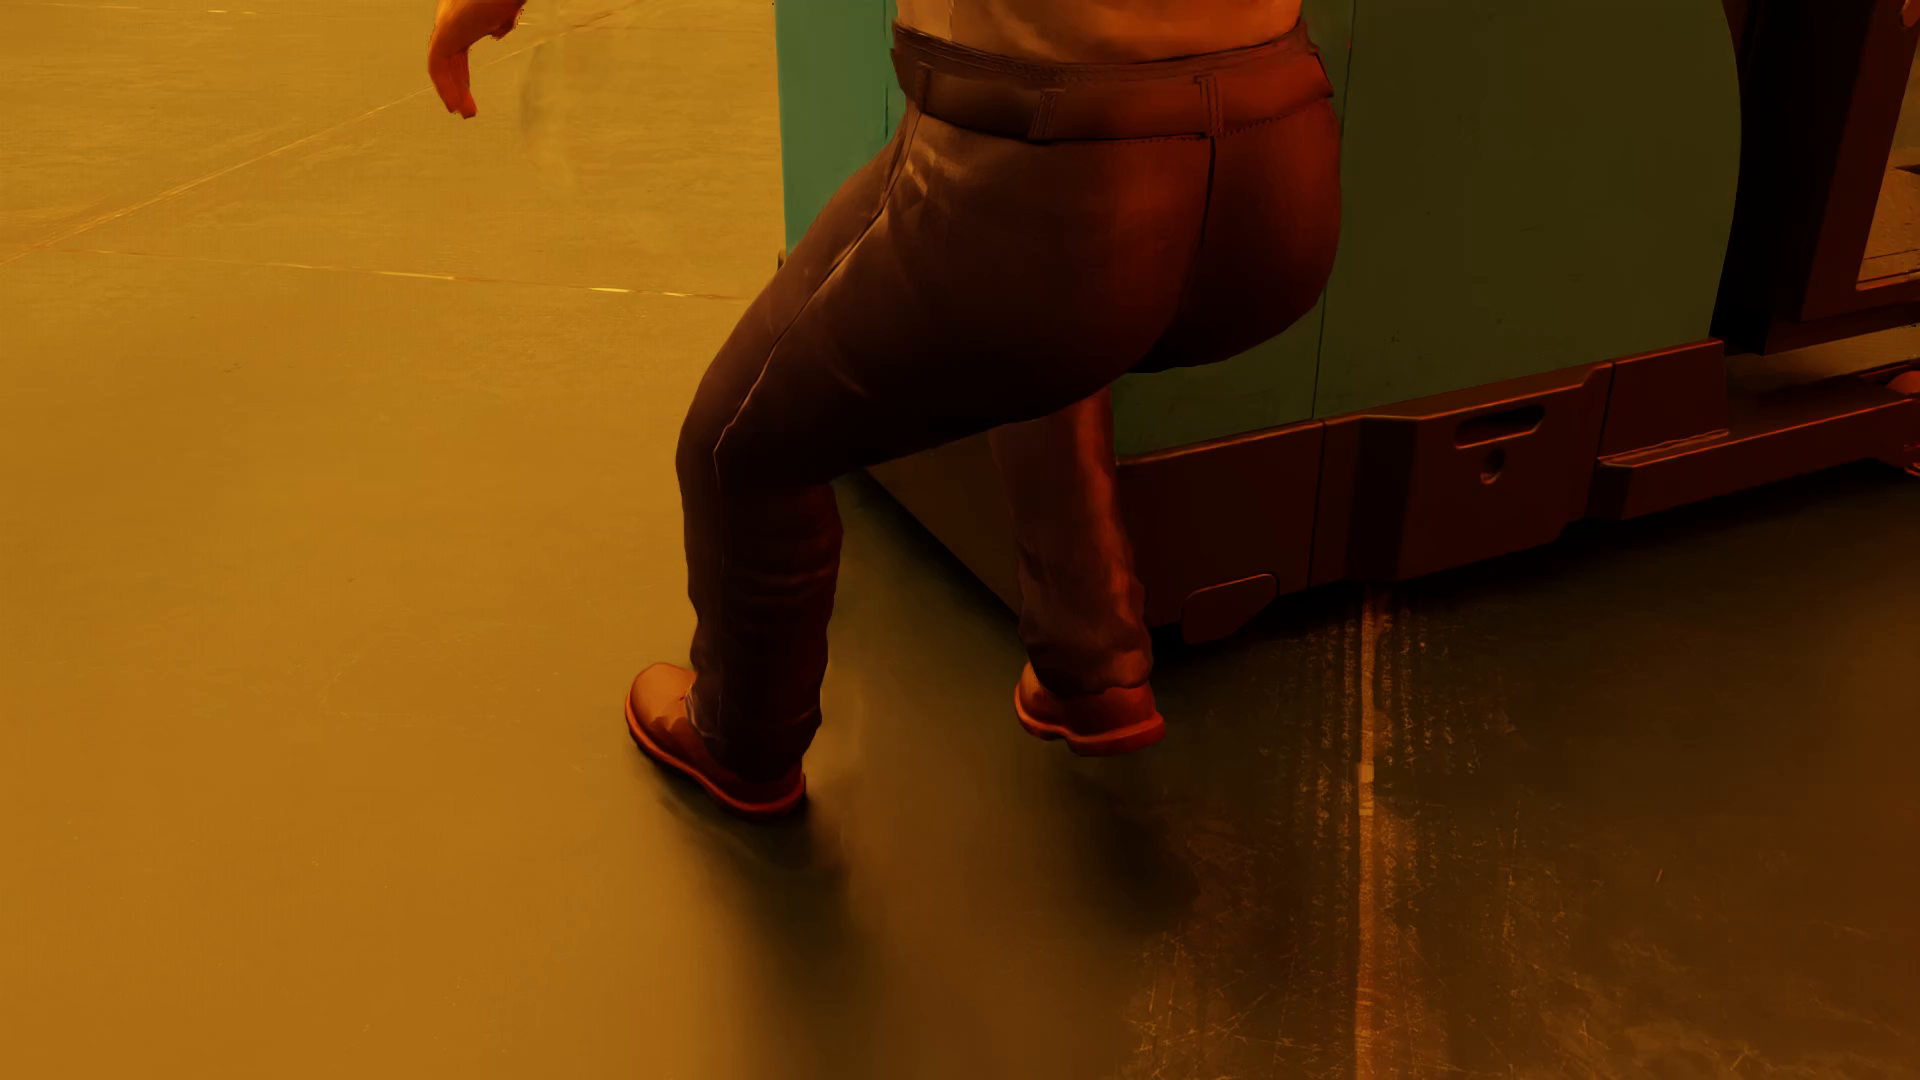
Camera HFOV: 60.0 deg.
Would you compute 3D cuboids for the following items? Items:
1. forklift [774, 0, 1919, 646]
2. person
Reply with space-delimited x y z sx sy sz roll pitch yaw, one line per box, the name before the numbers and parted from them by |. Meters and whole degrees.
forklift | 1.255 -1.613 2.444 3.031 2.935 1.130 -12 29 -23
person | -0.025 -0.389 1.564 0.957 1.532 0.705 -15 31 -27
